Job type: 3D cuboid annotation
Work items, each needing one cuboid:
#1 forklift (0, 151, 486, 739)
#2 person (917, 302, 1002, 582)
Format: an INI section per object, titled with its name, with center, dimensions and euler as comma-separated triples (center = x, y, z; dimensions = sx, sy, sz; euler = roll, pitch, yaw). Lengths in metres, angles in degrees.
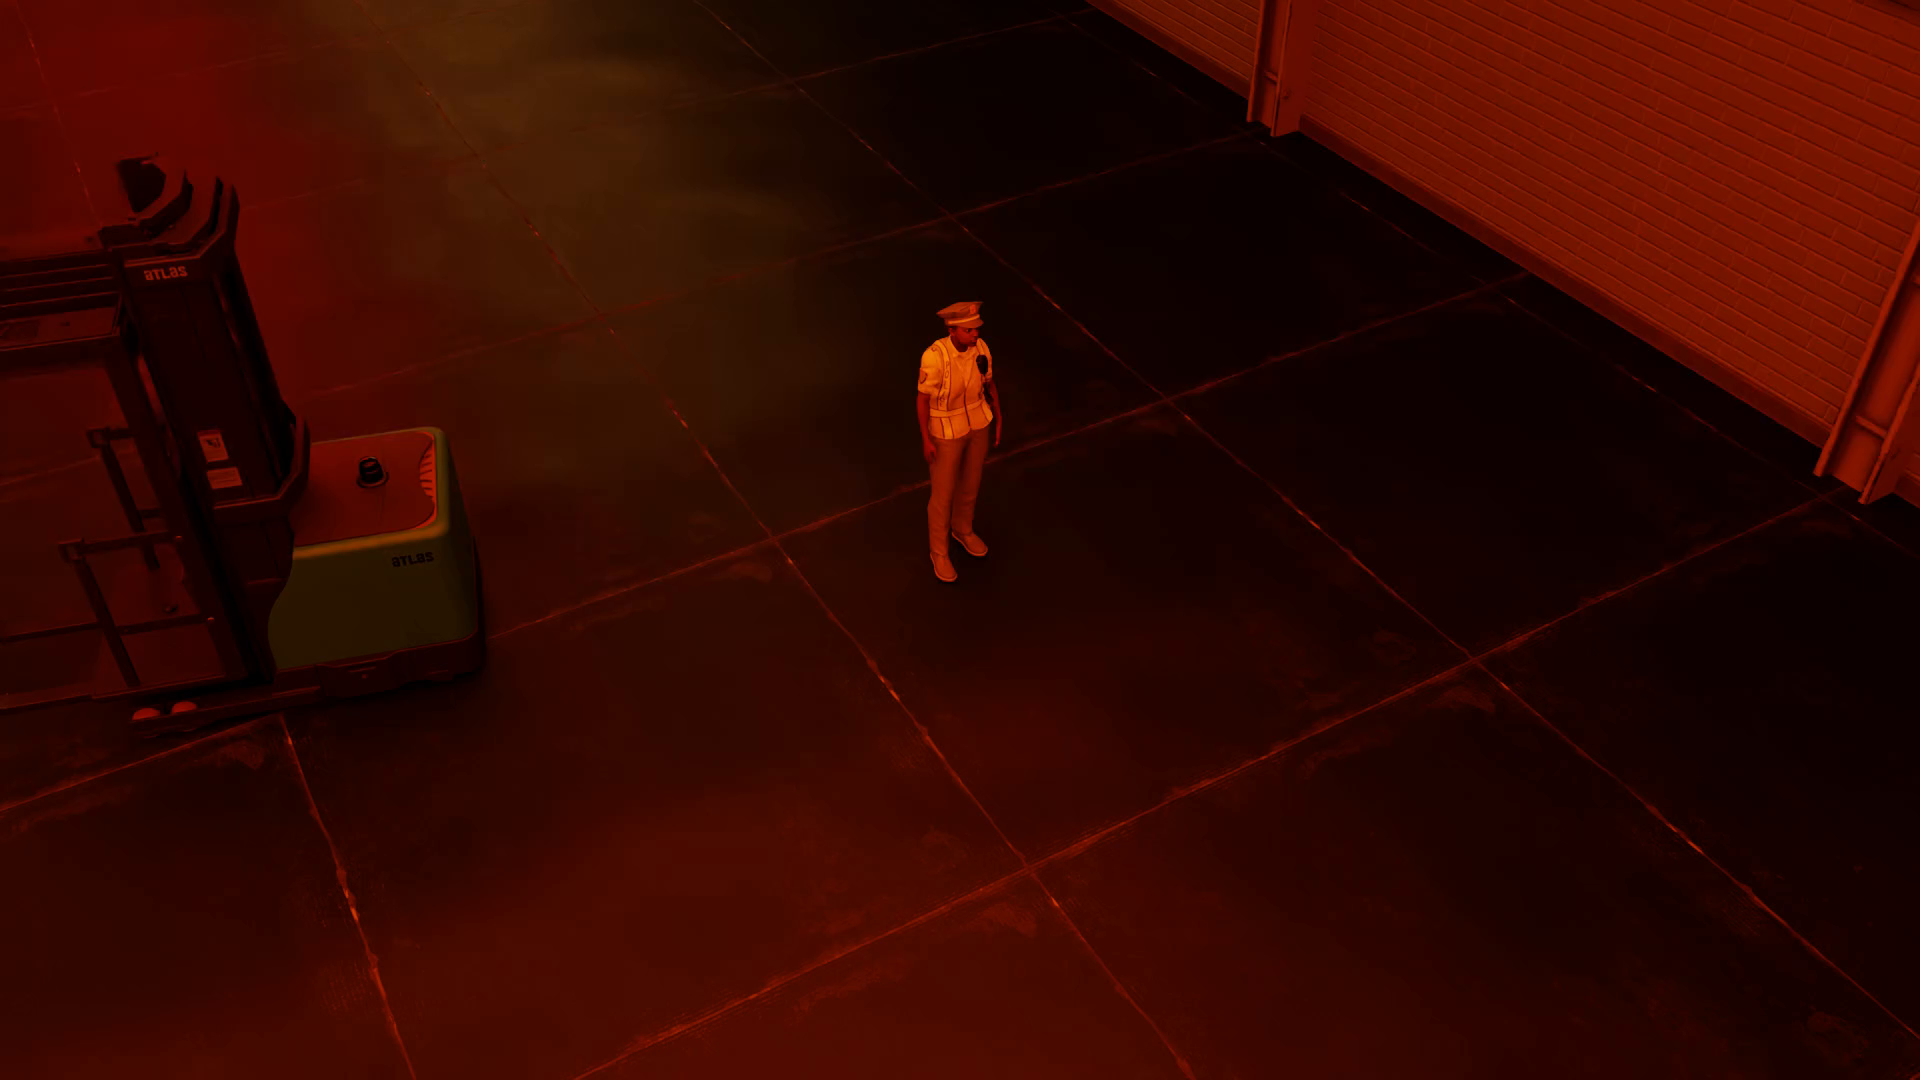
[forklift]
center = -4.257, -0.427, 8.551
dimensions = 3.031, 2.935, 1.130
euler = -9, 41, -11
[person]
center = 0.020, -0.610, 9.729
dimensions = 0.569, 1.695, 0.530
euler = -20, 44, -23
